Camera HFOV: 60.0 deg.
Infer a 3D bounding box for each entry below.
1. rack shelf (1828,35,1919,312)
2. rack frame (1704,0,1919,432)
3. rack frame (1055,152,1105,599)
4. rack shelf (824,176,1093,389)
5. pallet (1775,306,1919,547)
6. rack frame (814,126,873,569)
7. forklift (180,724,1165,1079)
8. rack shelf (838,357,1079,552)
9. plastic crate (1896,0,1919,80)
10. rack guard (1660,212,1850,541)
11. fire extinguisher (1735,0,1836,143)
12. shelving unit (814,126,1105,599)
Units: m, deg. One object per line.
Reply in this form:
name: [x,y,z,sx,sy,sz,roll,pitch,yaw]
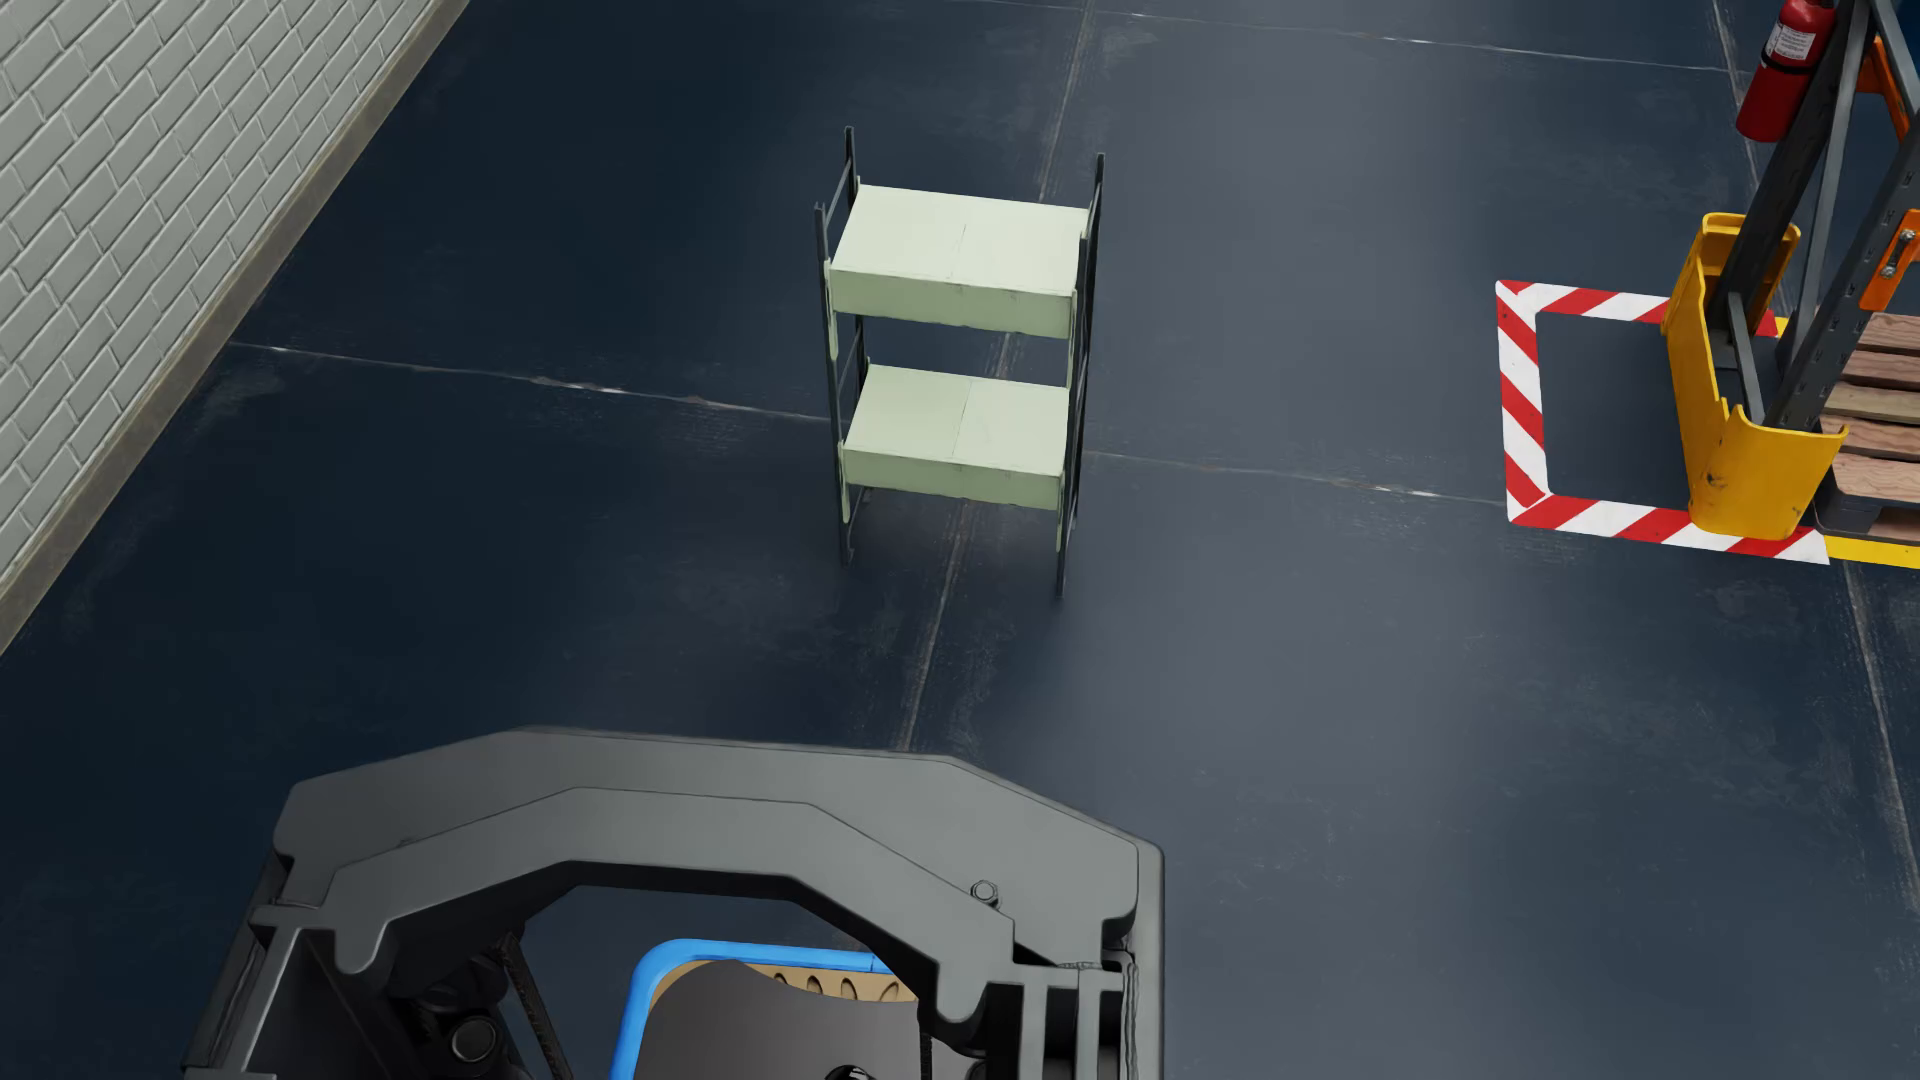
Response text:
rack shelf: [4.811,-0.943,5.064,4.000,0.370,1.077,8,49,7]
rack frame: [2.843,-1.448,5.034,0.127,3.000,1.000,8,49,7]
rack frame: [0.367,-0.452,5.148,0.023,1.500,0.400,8,49,7]
rack shelf: [0.007,-0.761,4.901,0.720,0.370,0.431,8,49,7]
pallet: [3.648,-0.378,5.948,1.213,0.211,1.003,8,49,7]
rack frame: [-0.354,-0.549,5.235,0.023,1.500,0.400,8,49,7]
forklift: [-0.310,1.711,2.242,1.130,2.935,3.031,4,48,3]
rack shelf: [0.007,-0.283,5.434,0.720,0.370,0.431,8,49,7]
plastic crate: [3.206,-1.572,5.082,0.499,0.435,0.616,8,49,7]
rack guard: [2.817,-0.606,5.958,0.348,0.500,1.175,8,49,7]
fire extinguisher: [2.775,-1.650,5.518,0.183,0.674,0.296,8,49,7]
shelving unit: [0.007,-0.500,5.191,0.755,1.500,0.431,8,49,7]
